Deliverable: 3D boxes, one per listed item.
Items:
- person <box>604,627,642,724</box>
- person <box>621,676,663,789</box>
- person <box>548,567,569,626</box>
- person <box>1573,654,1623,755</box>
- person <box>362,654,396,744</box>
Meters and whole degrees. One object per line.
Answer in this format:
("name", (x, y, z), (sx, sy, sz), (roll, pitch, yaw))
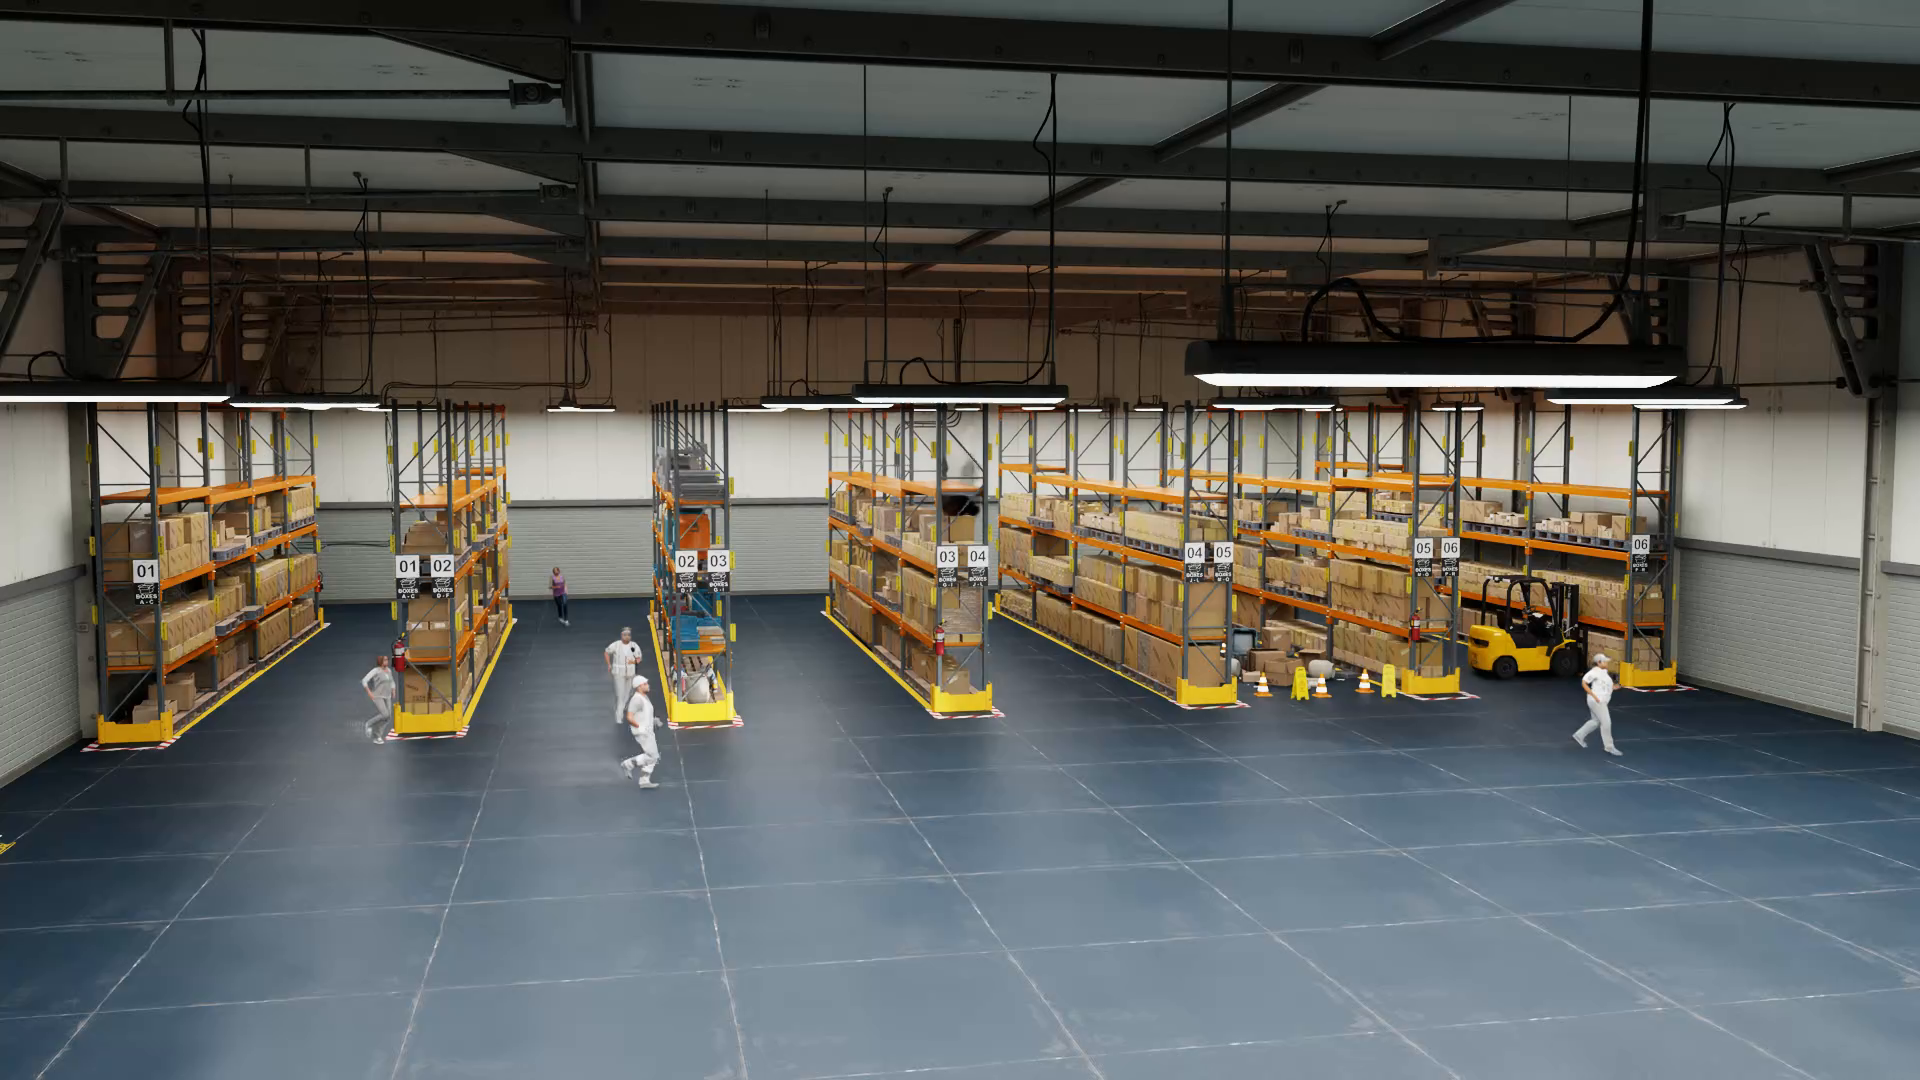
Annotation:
("person", (-6.276, 2.532, 31.072), (0.643, 1.837, 0.738), (-2, 5, -27))
("person", (-4.875, 2.942, 25.449), (0.603, 1.743, 0.656), (0, 4, 1))
("person", (-10.912, 1.511, 45.148), (0.521, 1.596, 0.804), (-2, 5, -21))
("person", (10.803, 2.755, 28.140), (0.850, 1.675, 0.601), (3, 5, 33))
("person", (-10.075, 2.782, 29.055), (0.453, 1.528, 0.595), (2, 5, 25))
